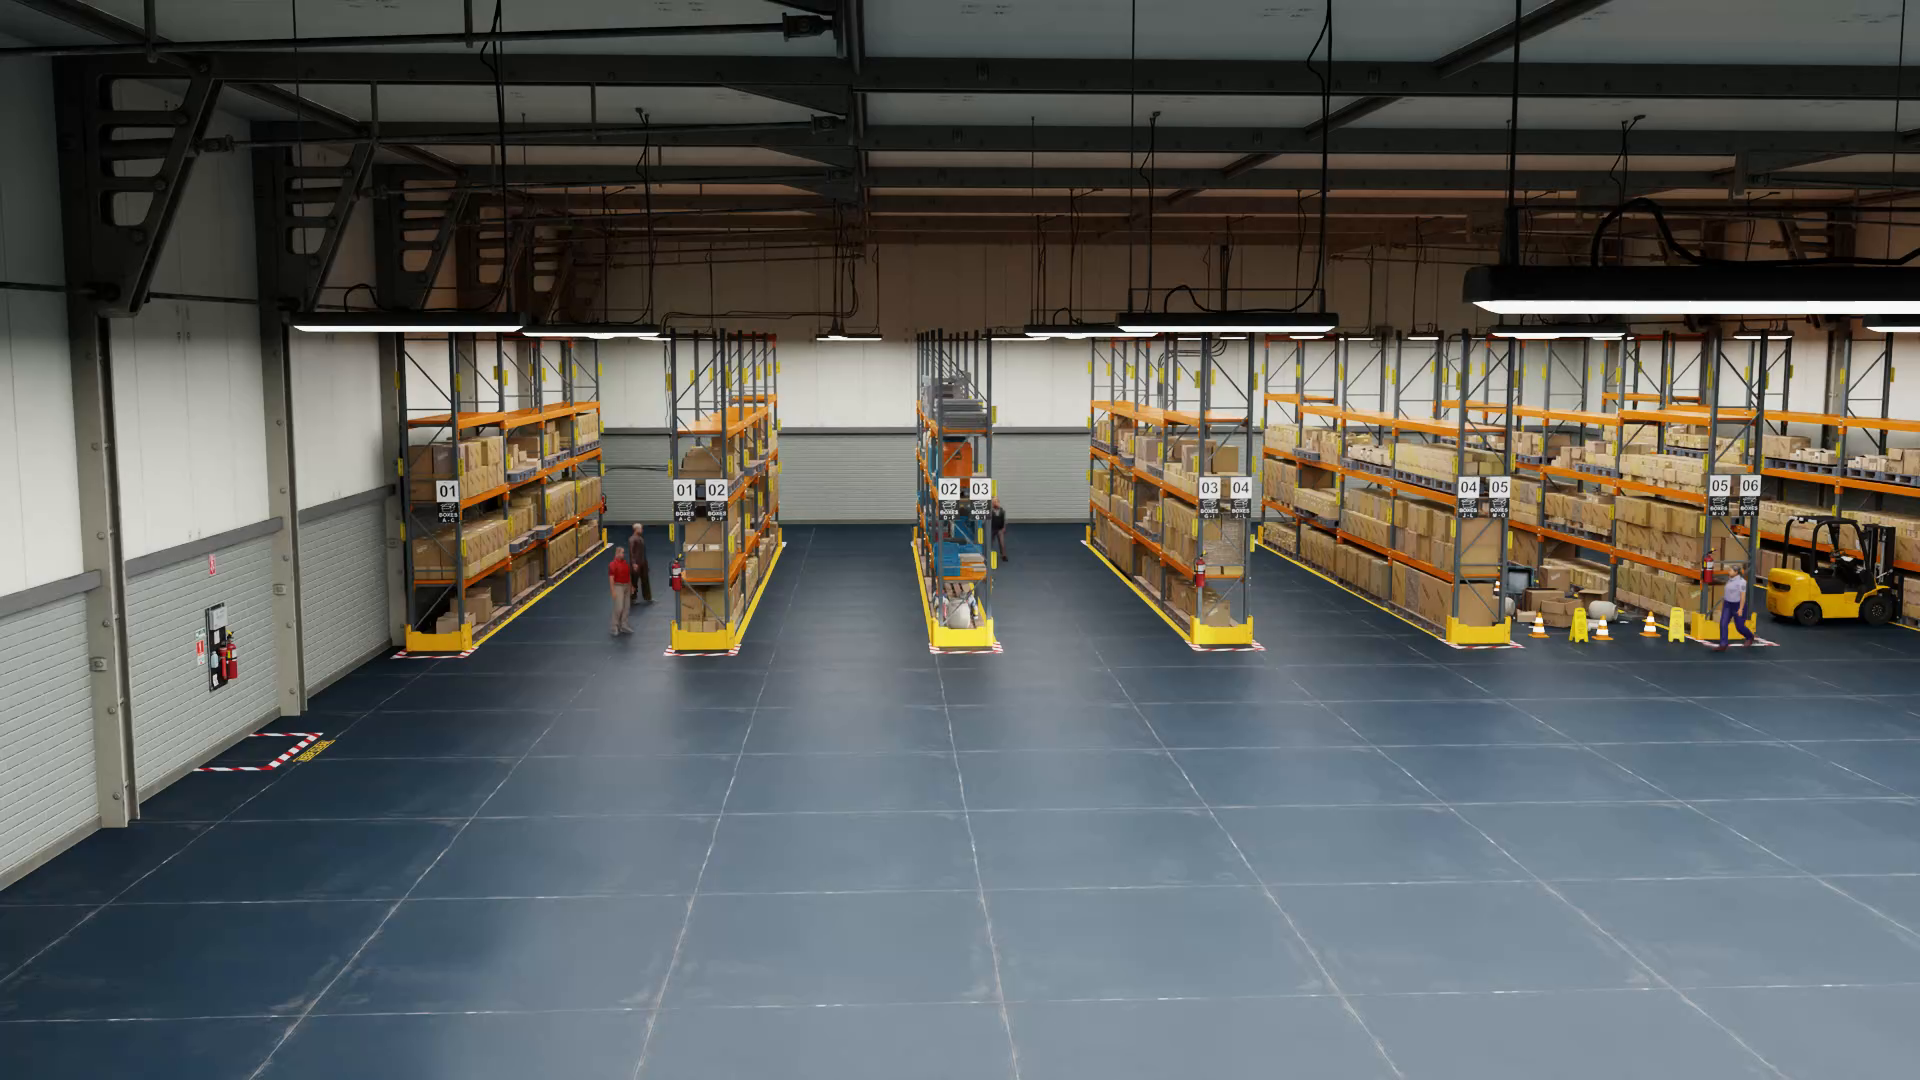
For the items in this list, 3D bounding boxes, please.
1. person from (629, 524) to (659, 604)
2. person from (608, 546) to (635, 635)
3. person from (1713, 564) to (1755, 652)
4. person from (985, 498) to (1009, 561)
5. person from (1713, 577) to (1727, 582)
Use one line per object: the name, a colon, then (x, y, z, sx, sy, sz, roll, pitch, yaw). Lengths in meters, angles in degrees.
person: (-7.069, 0.553, 36.670, 0.676, 1.730, 0.590, 4, 8, 33)
person: (-6.715, 1.030, 33.028, 0.400, 1.810, 0.615, 3, 7, 23)
person: (14.493, 1.263, 31.024, 0.817, 1.630, 0.466, -4, 8, -33)
person: (0.979, -0.286, 43.860, 0.606, 1.664, 1.033, -2, 7, -19)
person: (16.783, 0.609, 36.793, 0.438, 1.593, 0.536, -6, 9, -41)
